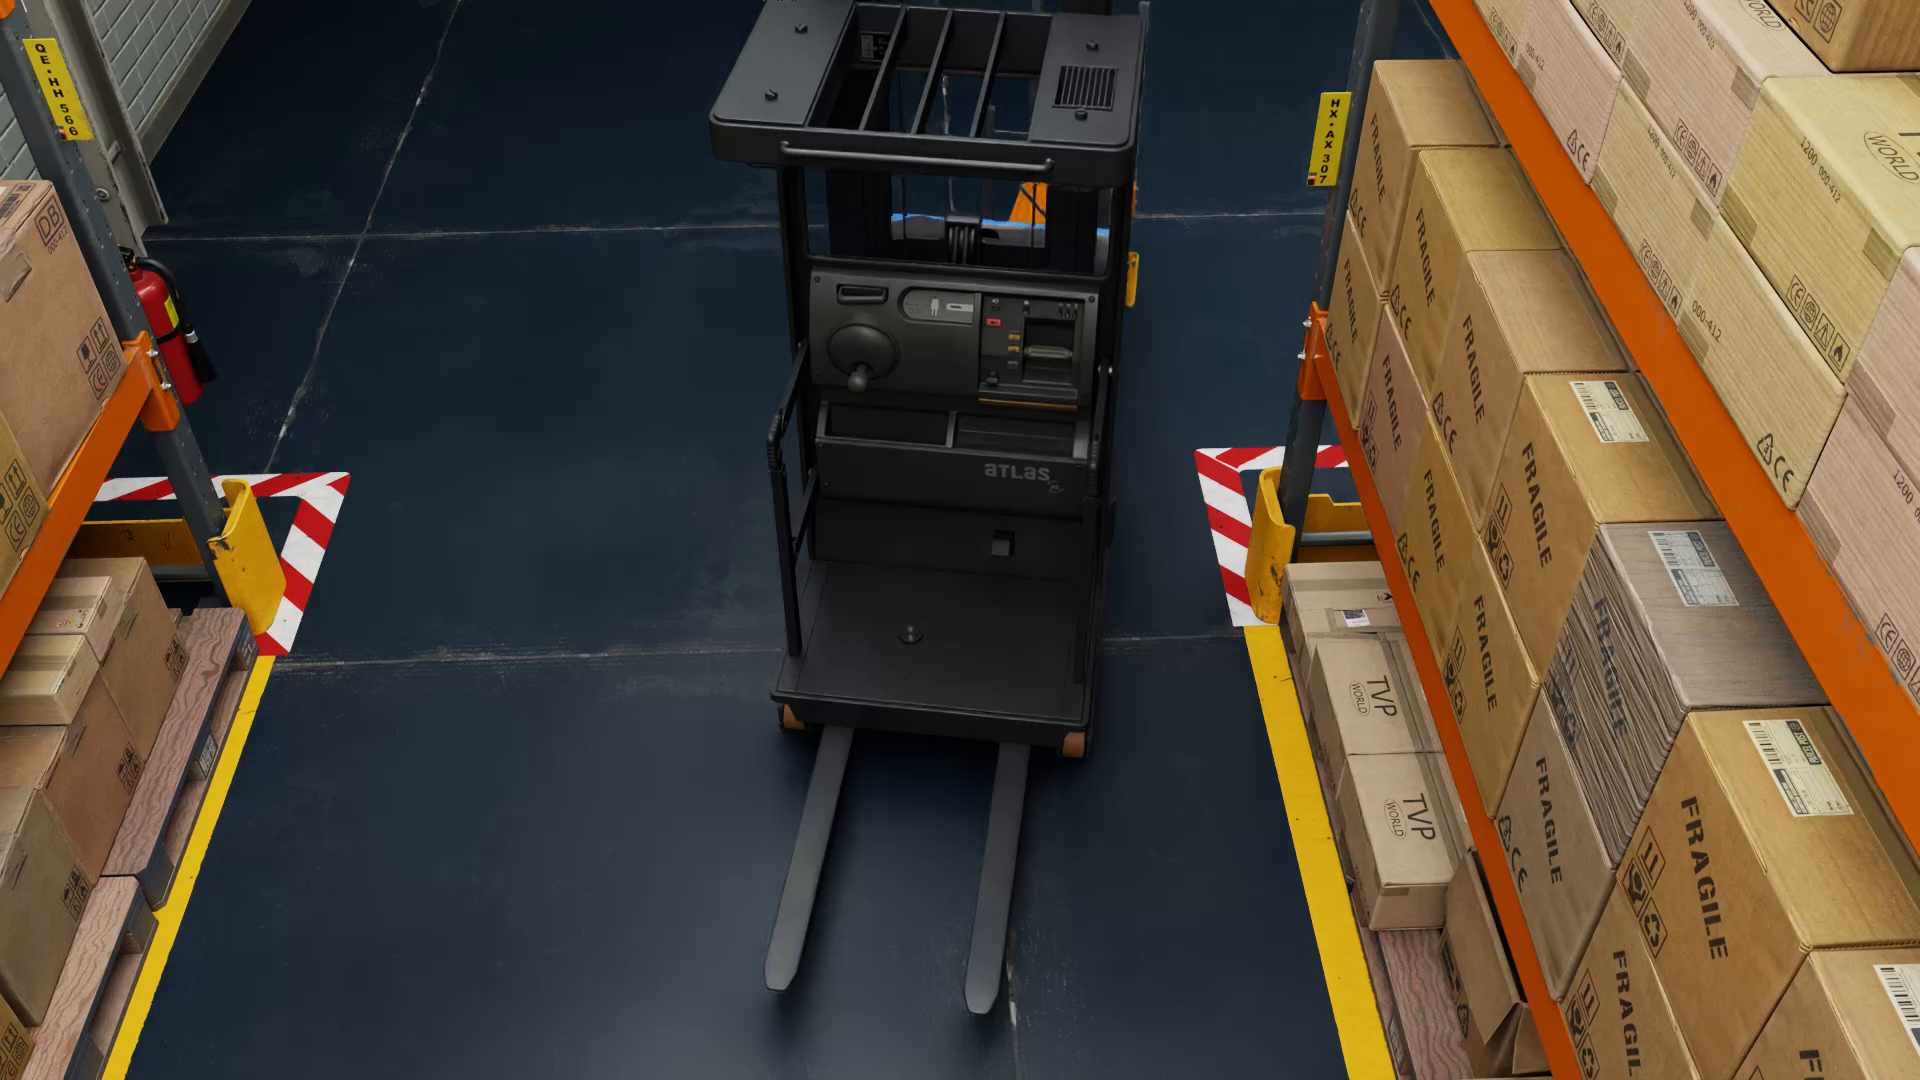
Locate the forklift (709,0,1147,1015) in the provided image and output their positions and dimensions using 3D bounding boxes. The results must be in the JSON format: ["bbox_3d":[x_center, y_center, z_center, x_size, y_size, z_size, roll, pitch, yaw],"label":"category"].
[{"bbox_3d":[-0.050,-0.563,5.195,1.130,2.935,3.031,5,43,6],"label":"forklift"}]

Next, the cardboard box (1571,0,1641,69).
[{"bbox_3d":[1.518,-1.171,3.328,0.500,0.250,0.500,-2,43,-2],"label":"cardboard box"}]

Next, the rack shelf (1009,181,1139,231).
[{"bbox_3d":[0.445,-1.272,7.294,0.538,0.185,1.000,8,43,9],"label":"rack shelf"}]

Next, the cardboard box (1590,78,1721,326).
[{"bbox_3d":[1.541,-0.649,3.129,0.500,0.250,0.500,-2,43,-2],"label":"cardboard box"}]

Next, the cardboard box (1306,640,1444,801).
[{"bbox_3d":[1.476,0.599,5.586,0.500,0.250,0.500,-2,43,-2],"label":"cardboard box"}]

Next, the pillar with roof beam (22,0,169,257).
[{"bbox_3d":[0.088,-4.953,5.494,9.100,9.000,0.400,-2,43,-2],"label":"pillar with roof beam"}]

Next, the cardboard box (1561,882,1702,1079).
[{"bbox_3d":[1.584,1.020,3.343,0.500,0.500,0.500,-1,43,-1],"label":"cardboard box"}]

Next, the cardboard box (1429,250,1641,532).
[{"bbox_3d":[1.516,-0.373,4.123,0.500,0.500,0.500,-1,43,-1],"label":"cardboard box"}]

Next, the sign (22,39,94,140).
[{"bbox_3d":[-2.692,-1.341,4.961,0.100,0.325,0.005,-2,43,-2],"label":"sign"}]

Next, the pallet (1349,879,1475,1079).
[{"bbox_3d":[1.802,1.474,4.986,1.003,0.211,1.213,-2,43,-2],"label":"pallet"}]

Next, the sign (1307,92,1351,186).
[{"bbox_3d":[1.173,-1.269,5.273,0.100,0.325,0.005,-2,43,-2],"label":"sign"}]

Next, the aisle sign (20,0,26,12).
[{"bbox_3d":[-2.938,-1.836,4.609,0.394,0.787,0.004,-2,43,-2],"label":"aisle sign"}]

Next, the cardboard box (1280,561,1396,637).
[{"bbox_3d":[1.389,0.216,6.079,0.380,0.149,0.250,-2,43,-2],"label":"cardboard box"}]

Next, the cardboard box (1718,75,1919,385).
[{"bbox_3d":[1.556,-0.495,2.592,0.500,0.250,0.500,-2,43,-2],"label":"cardboard box"}]

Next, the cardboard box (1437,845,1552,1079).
[{"bbox_3d":[1.800,1.225,4.715,0.797,0.503,0.637,-2,43,-2],"label":"cardboard box"}]

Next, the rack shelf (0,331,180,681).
[{"bbox_3d":[-3.149,0.795,4.195,1.077,0.370,4.000,-2,43,-2],"label":"rack shelf"}]

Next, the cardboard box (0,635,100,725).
[{"bbox_3d":[-2.906,0.431,5.119,0.380,0.149,0.250,-1,43,-1],"label":"cardboard box"}]

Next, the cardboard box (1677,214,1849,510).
[{"bbox_3d":[1.558,-0.311,2.761,0.500,0.250,0.500,-2,43,-2],"label":"cardboard box"}]

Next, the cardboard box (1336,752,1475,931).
[{"bbox_3d":[1.497,0.937,5.218,0.500,0.250,0.500,-2,43,-2],"label":"cardboard box"}]

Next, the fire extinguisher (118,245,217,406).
[{"bbox_3d":[-2.780,-0.770,5.703,0.296,0.674,0.183,-2,43,-2],"label":"fire extinguisher"}]

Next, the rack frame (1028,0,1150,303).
[{"bbox_3d":[0.554,-1.741,7.539,0.500,1.500,0.032,8,43,9],"label":"rack frame"}]

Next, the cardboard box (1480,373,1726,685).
[{"bbox_3d":[1.539,-0.030,3.749,0.500,0.500,0.500,-2,43,-2],"label":"cardboard box"}]

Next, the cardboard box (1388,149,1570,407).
[{"bbox_3d":[1.500,-0.711,4.492,0.500,0.500,0.500,-1,43,-1],"label":"cardboard box"}]

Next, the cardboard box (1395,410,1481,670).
[{"bbox_3d":[1.516,-0.008,4.465,0.500,0.500,0.500,-2,43,-2],"label":"cardboard box"}]

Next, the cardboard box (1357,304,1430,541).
[{"bbox_3d":[1.497,-0.347,4.834,0.500,0.500,0.500,-2,43,-2],"label":"cardboard box"}]

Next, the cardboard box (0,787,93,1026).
[{"bbox_3d":[-3.061,1.093,4.877,0.700,0.500,0.500,-3,43,-3],"label":"cardboard box"}]

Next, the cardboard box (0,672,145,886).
[{"bbox_3d":[-3.083,0.754,5.247,0.700,0.500,0.500,-2,43,-2],"label":"cardboard box"}]

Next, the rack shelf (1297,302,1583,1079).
[{"bbox_3d":[1.800,0.650,4.353,1.077,0.370,4.000,-2,43,-2],"label":"rack shelf"}]

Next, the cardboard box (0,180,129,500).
[{"bbox_3d":[-3.203,-0.587,4.949,0.980,0.700,0.700,0,43,0],"label":"cardboard box"}]

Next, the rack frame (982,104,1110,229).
[{"bbox_3d":[0.337,-1.069,6.807,0.500,1.500,0.032,8,43,9],"label":"rack frame"}]

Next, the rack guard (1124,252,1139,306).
[{"bbox_3d":[0.553,-1.279,7.960,0.587,0.250,0.087,8,43,9],"label":"rack guard"}]

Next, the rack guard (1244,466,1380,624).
[{"bbox_3d":[1.718,0.008,6.372,1.175,0.500,0.348,-2,43,-2],"label":"rack guard"}]

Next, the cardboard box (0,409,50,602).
[{"bbox_3d":[-3.161,-0.096,4.413,0.980,0.700,0.700,-2,43,-2],"label":"cardboard box"}]

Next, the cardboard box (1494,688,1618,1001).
[{"bbox_3d":[1.560,0.674,3.721,0.500,0.500,0.500,-1,43,-1],"label":"cardboard box"}]

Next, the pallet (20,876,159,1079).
[{"bbox_3d":[-3.073,1.567,4.885,1.003,0.211,1.213,-2,43,-2],"label":"pallet"}]

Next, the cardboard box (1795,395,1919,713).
[{"bbox_3d":[1.588,0.026,2.393,0.500,0.250,0.500,-2,43,-2],"label":"cardboard box"}]

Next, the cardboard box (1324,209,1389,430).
[{"bbox_3d":[1.470,-0.695,5.214,0.500,0.500,0.500,-1,43,-1],"label":"cardboard box"}]

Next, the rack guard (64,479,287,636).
[{"bbox_3d":[-3.235,0.085,6.288,1.175,0.500,0.348,-2,43,-2],"label":"rack guard"}]

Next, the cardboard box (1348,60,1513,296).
[{"bbox_3d":[1.470,-1.063,4.876,0.500,0.500,0.500,0,43,0],"label":"cardboard box"}]

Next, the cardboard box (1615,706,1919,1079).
[{"bbox_3d":[1.580,0.650,3.007,0.500,0.500,0.500,-2,43,-3],"label":"cardboard box"}]

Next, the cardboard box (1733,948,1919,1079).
[{"bbox_3d":[1.605,0.996,2.630,0.500,0.500,0.500,-1,43,-2],"label":"cardboard box"}]

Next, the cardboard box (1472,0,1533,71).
[{"bbox_3d":[1.491,-1.324,3.865,0.500,0.250,0.500,-2,43,-2],"label":"cardboard box"}]

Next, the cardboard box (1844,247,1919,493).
[{"bbox_3d":[1.575,-0.158,2.223,0.500,0.250,0.500,-2,43,-2],"label":"cardboard box"}]

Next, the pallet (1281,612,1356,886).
[{"bbox_3d":[1.753,0.652,5.882,1.003,0.211,1.213,-2,43,-2],"label":"pallet"}]

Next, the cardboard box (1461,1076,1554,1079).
[{"bbox_3d":[1.545,1.681,4.360,0.500,0.311,0.500,-2,43,-2],"label":"cardboard box"}]

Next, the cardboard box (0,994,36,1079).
[{"bbox_3d":[-3.031,1.453,4.484,0.700,0.500,0.500,-1,43,-1],"label":"cardboard box"}]

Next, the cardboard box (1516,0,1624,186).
[{"bbox_3d":[1.514,-0.986,3.497,0.500,0.250,0.500,-2,43,-2],"label":"cardboard box"}]

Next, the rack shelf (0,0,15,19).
[{"bbox_3d":[-3.149,-0.311,3.182,1.077,0.370,4.000,-2,43,-2],"label":"rack shelf"}]

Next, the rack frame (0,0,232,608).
[{"bbox_3d":[-3.234,-0.820,5.425,1.000,3.000,0.127,-2,43,-2],"label":"rack frame"}]

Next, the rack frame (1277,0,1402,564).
[{"bbox_3d":[1.715,-0.965,5.583,1.000,3.000,0.127,-2,43,-2],"label":"rack frame"}]

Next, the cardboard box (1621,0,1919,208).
[{"bbox_3d":[1.535,-0.833,2.960,0.500,0.250,0.500,-2,43,-2],"label":"cardboard box"}]

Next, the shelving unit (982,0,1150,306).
[{"bbox_3d":[0.447,-1.411,7.179,0.587,1.500,1.083,8,43,9],"label":"shelving unit"}]

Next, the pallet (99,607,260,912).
[{"bbox_3d":[-3.122,0.745,5.781,1.003,0.211,1.213,-2,43,-2],"label":"pallet"}]

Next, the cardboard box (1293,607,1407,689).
[{"bbox_3d":[1.400,0.378,5.888,0.380,0.166,0.250,-2,43,-2],"label":"cardboard box"}]

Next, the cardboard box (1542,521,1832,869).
[{"bbox_3d":[1.559,0.310,3.378,0.500,0.500,0.500,-1,43,-1],"label":"cardboard box"}]

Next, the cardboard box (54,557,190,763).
[{"bbox_3d":[-3.105,0.416,5.616,0.700,0.500,0.500,-2,43,-2],"label":"cardboard box"}]

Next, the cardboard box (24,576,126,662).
[{"bbox_3d":[-2.917,0.258,5.307,0.380,0.149,0.250,-2,43,-2],"label":"cardboard box"}]

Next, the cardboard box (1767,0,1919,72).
[{"bbox_3d":[1.746,-1.115,2.713,0.700,0.500,0.500,-2,43,-2],"label":"cardboard box"}]

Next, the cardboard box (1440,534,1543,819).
[{"bbox_3d":[1.535,0.330,4.096,0.500,0.500,0.500,-1,43,-1],"label":"cardboard box"}]
